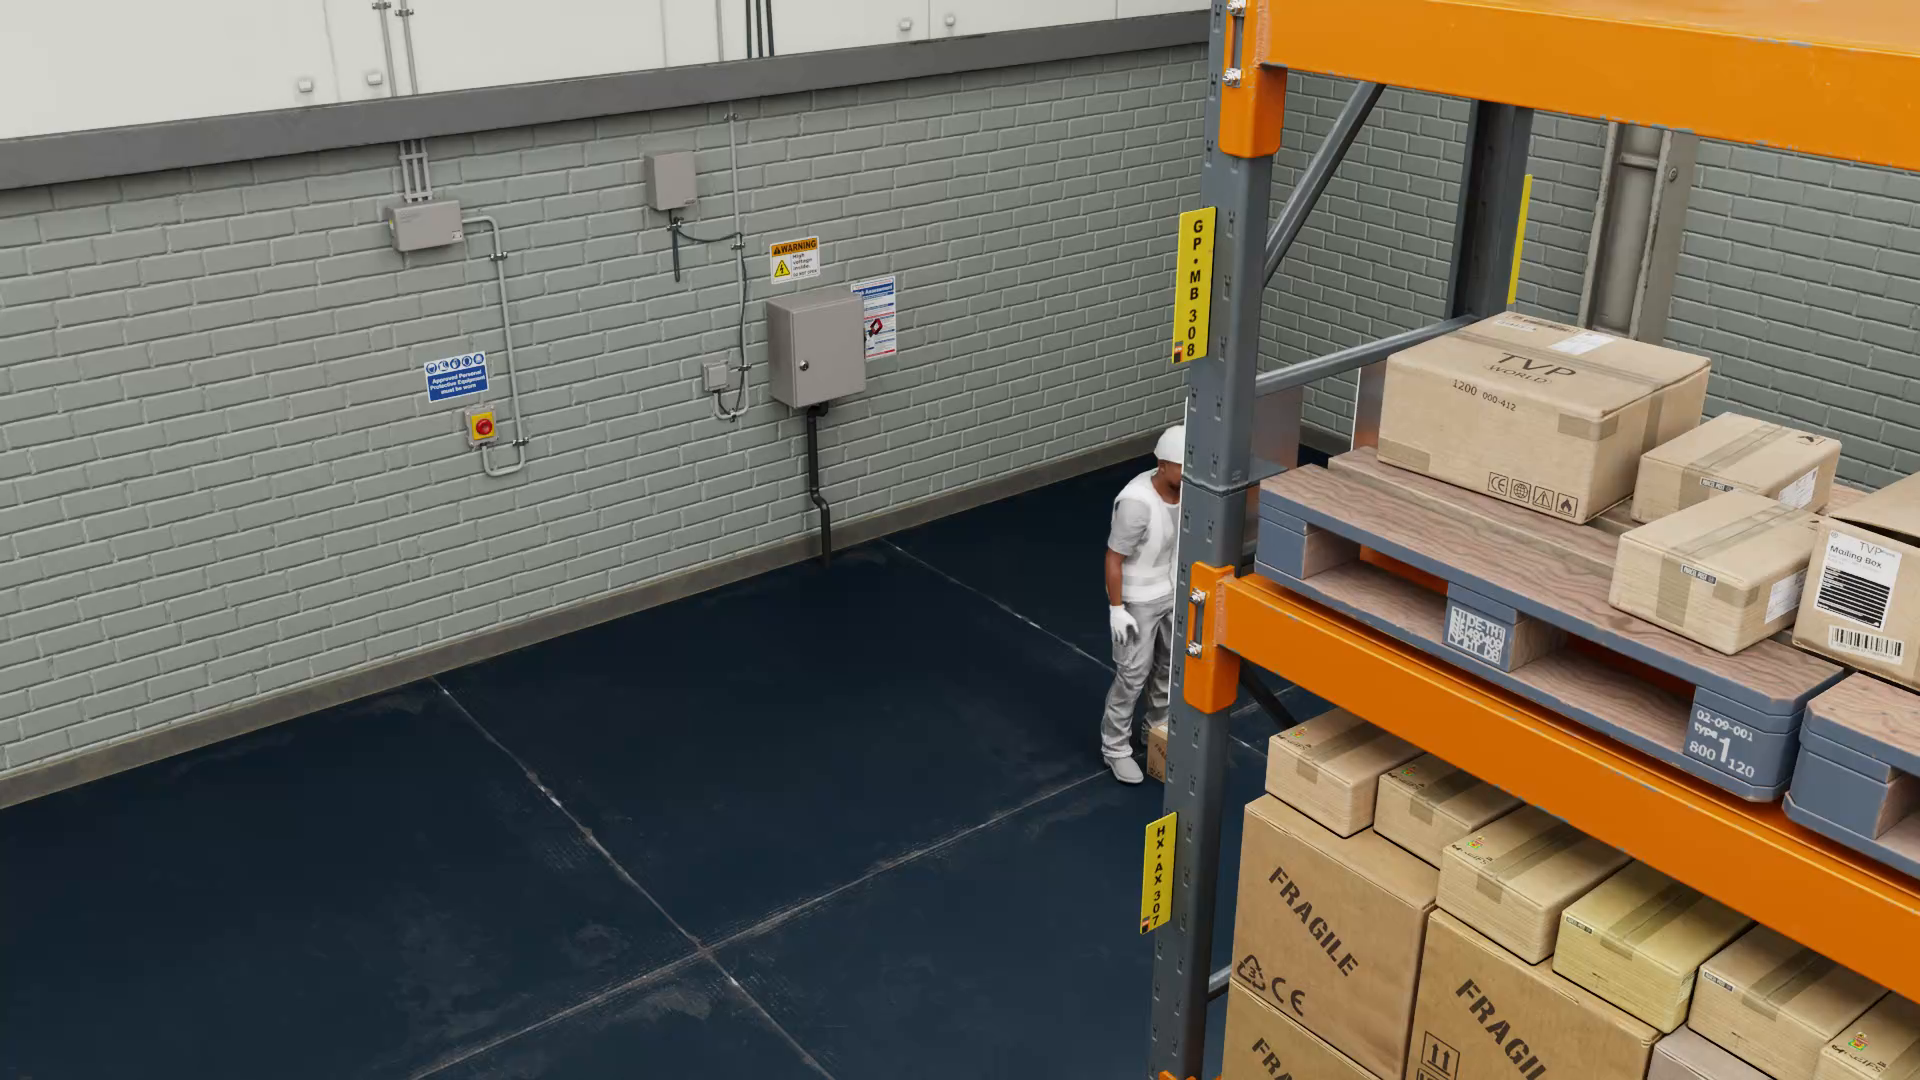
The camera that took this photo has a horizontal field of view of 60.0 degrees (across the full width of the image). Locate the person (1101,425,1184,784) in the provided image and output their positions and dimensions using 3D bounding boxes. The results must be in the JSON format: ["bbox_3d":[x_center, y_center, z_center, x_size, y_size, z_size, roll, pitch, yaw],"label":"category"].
[{"bbox_3d":[0.946,0.281,7.976,0.624,1.774,0.454,-18,30,-35],"label":"person"}]
